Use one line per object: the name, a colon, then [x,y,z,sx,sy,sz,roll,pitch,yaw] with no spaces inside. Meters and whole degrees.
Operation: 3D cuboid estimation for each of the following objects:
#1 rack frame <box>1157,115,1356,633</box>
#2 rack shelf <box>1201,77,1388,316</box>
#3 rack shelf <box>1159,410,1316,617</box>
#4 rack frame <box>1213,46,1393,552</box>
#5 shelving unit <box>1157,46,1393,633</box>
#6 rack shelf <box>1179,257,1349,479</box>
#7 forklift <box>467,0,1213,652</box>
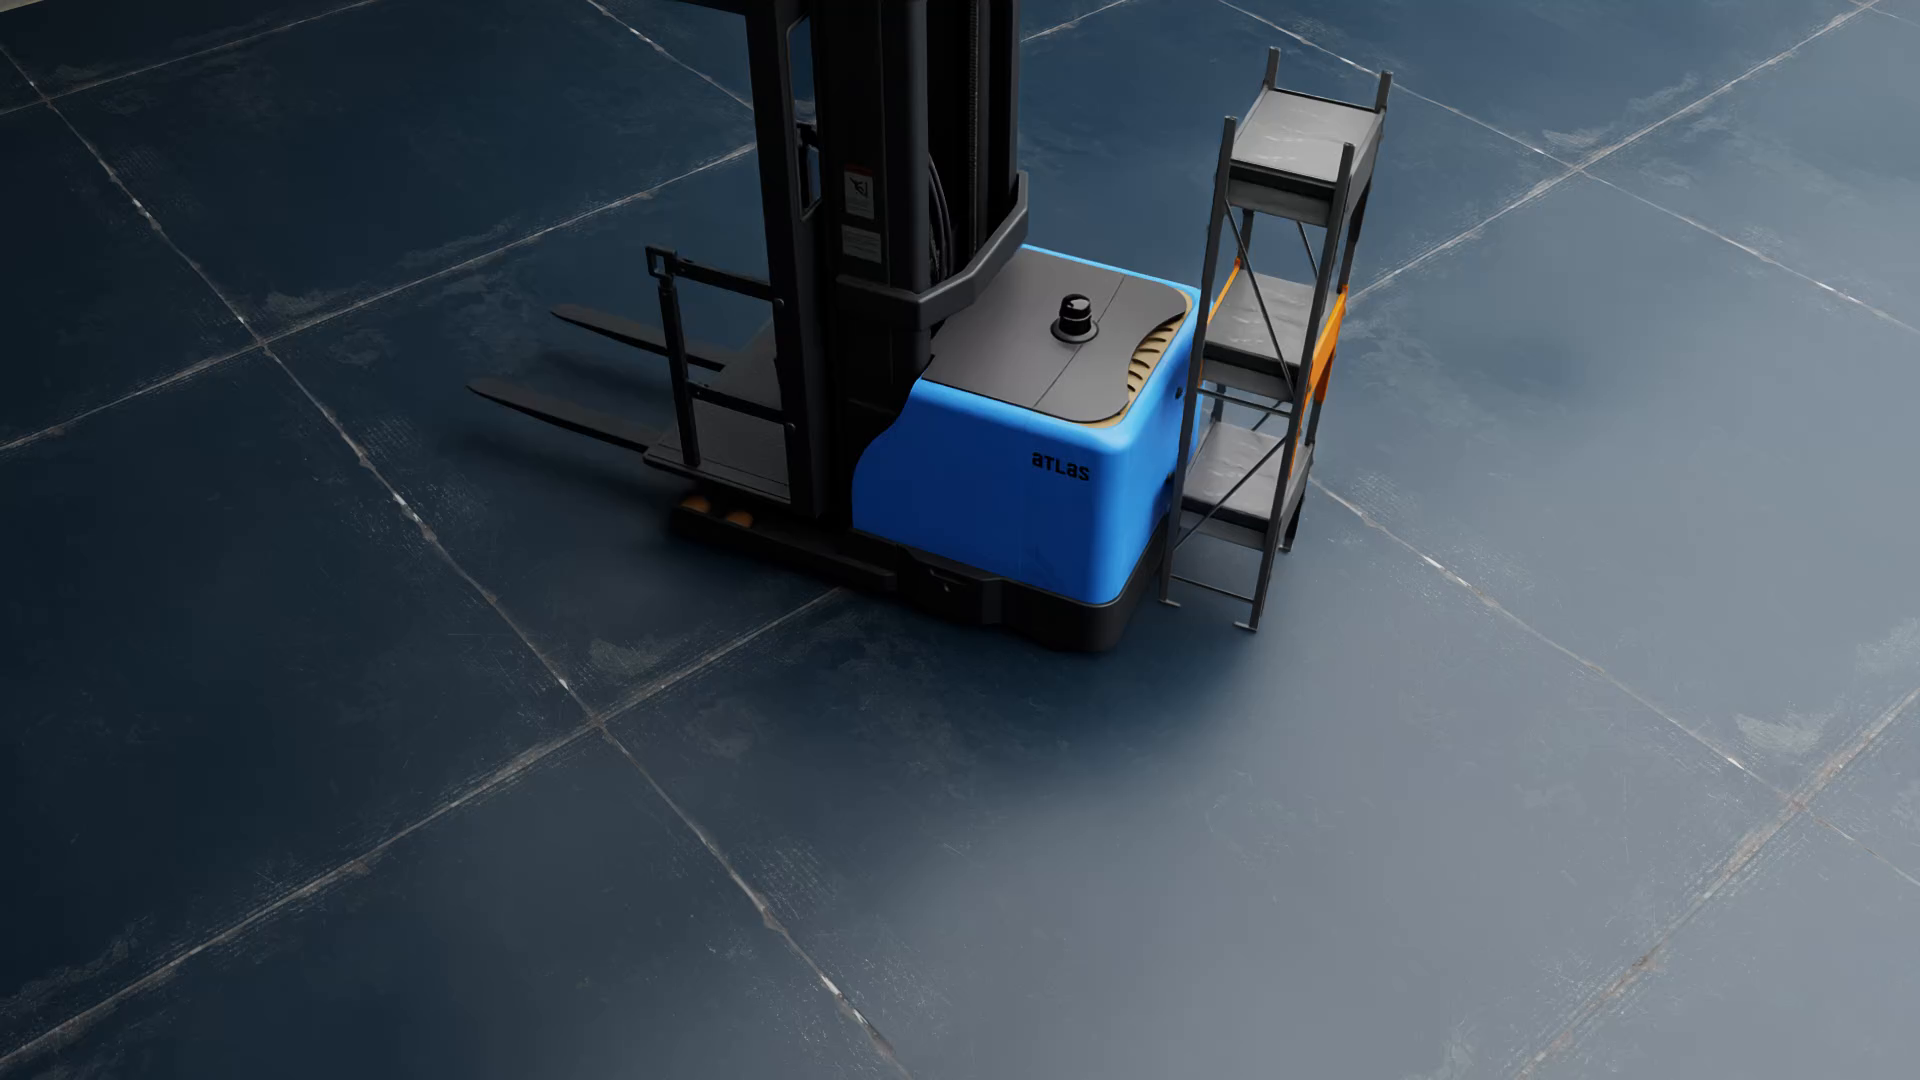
rack frame: [0.973,-0.467,5.707,0.400,2.100,0.015,17,46,16]
rack shelf: [1.081,-1.117,5.397,0.431,0.518,0.480,17,46,16]
rack shelf: [1.059,-0.104,6.363,0.431,0.518,0.480,17,46,16]
rack frame: [1.168,-0.773,6.033,0.400,2.100,0.015,17,46,16]
shelving unit: [1.070,-0.620,5.870,0.431,2.100,0.503,17,46,16]
rack shelf: [1.070,-0.610,5.880,0.431,0.518,0.480,17,46,16]
forklift: [-0.603,-1.337,6.032,3.031,2.935,1.130,18,46,18]
